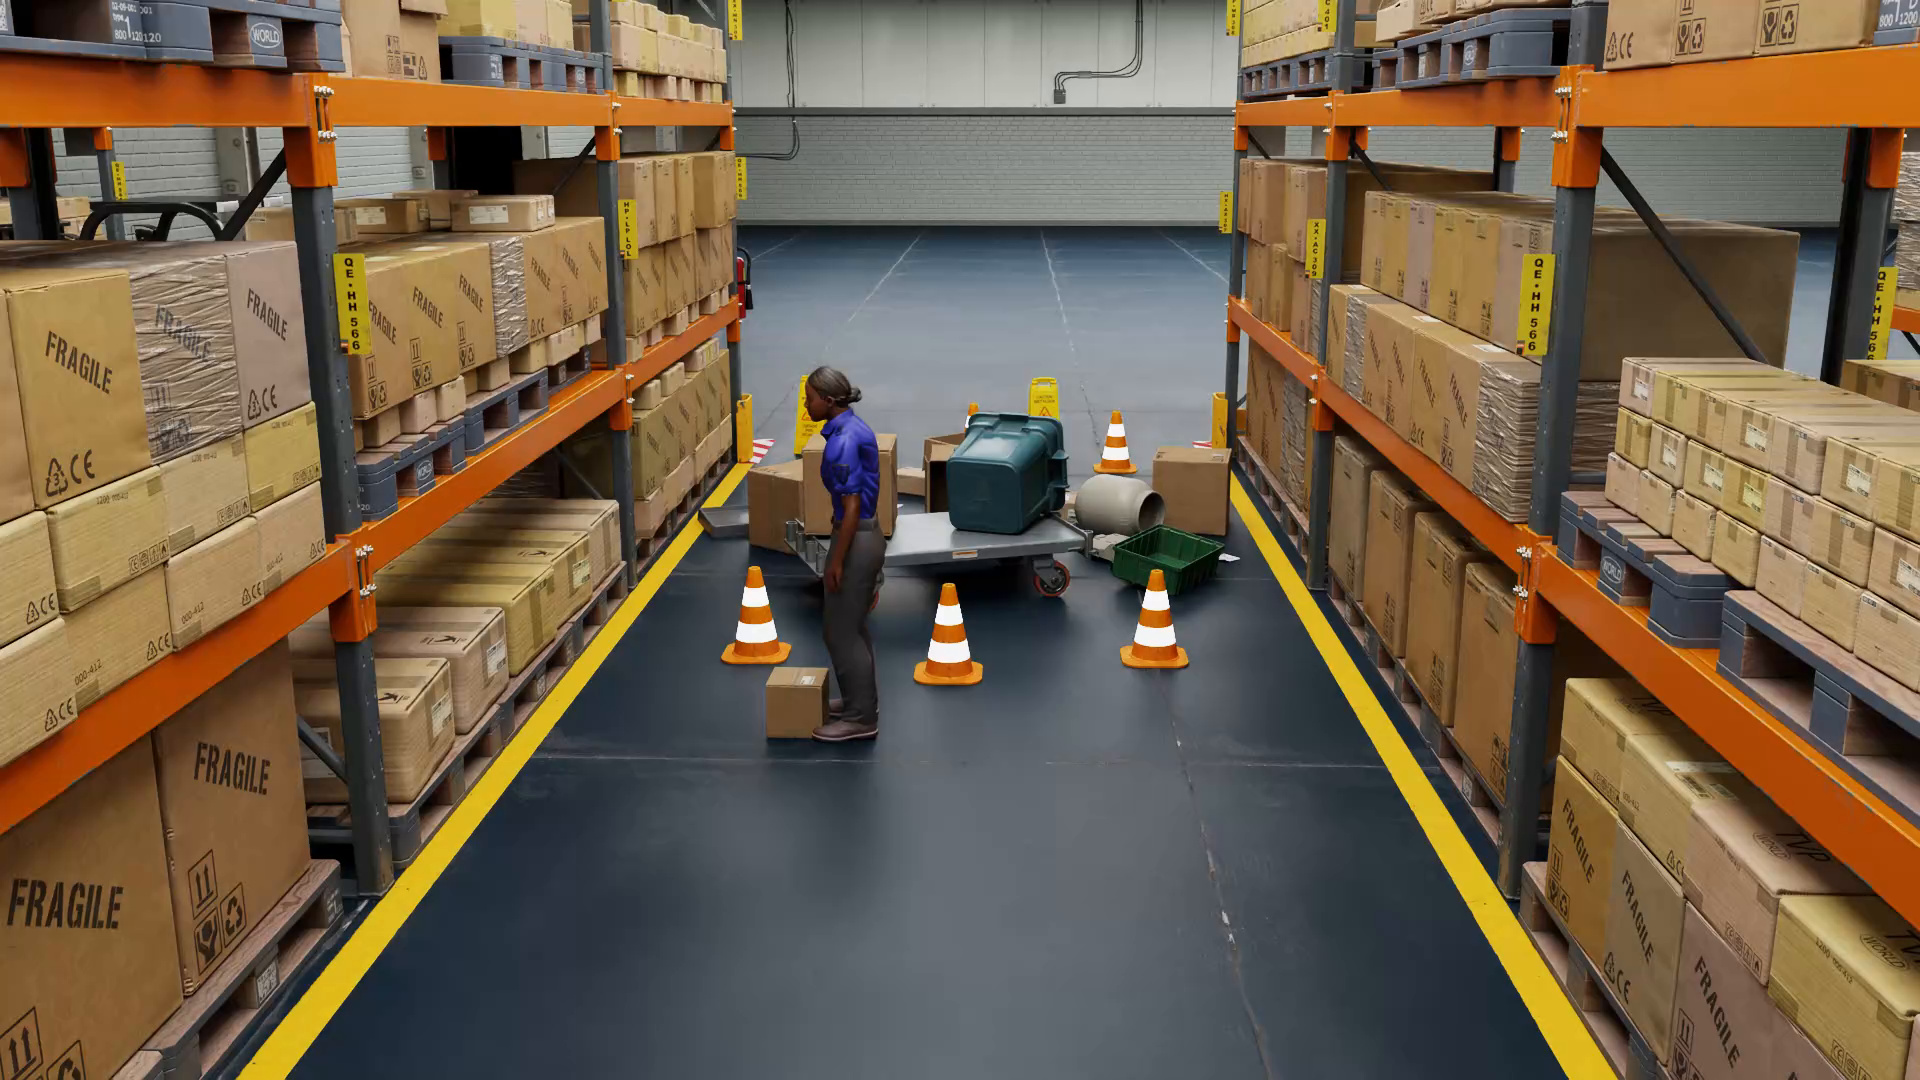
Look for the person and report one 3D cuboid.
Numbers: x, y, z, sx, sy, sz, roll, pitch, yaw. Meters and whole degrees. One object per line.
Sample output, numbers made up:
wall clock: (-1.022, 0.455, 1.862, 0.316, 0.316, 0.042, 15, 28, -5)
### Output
person: (-0.498, 0.048, 7.318, 0.349, 1.655, 0.509, 0, 14, 1)
